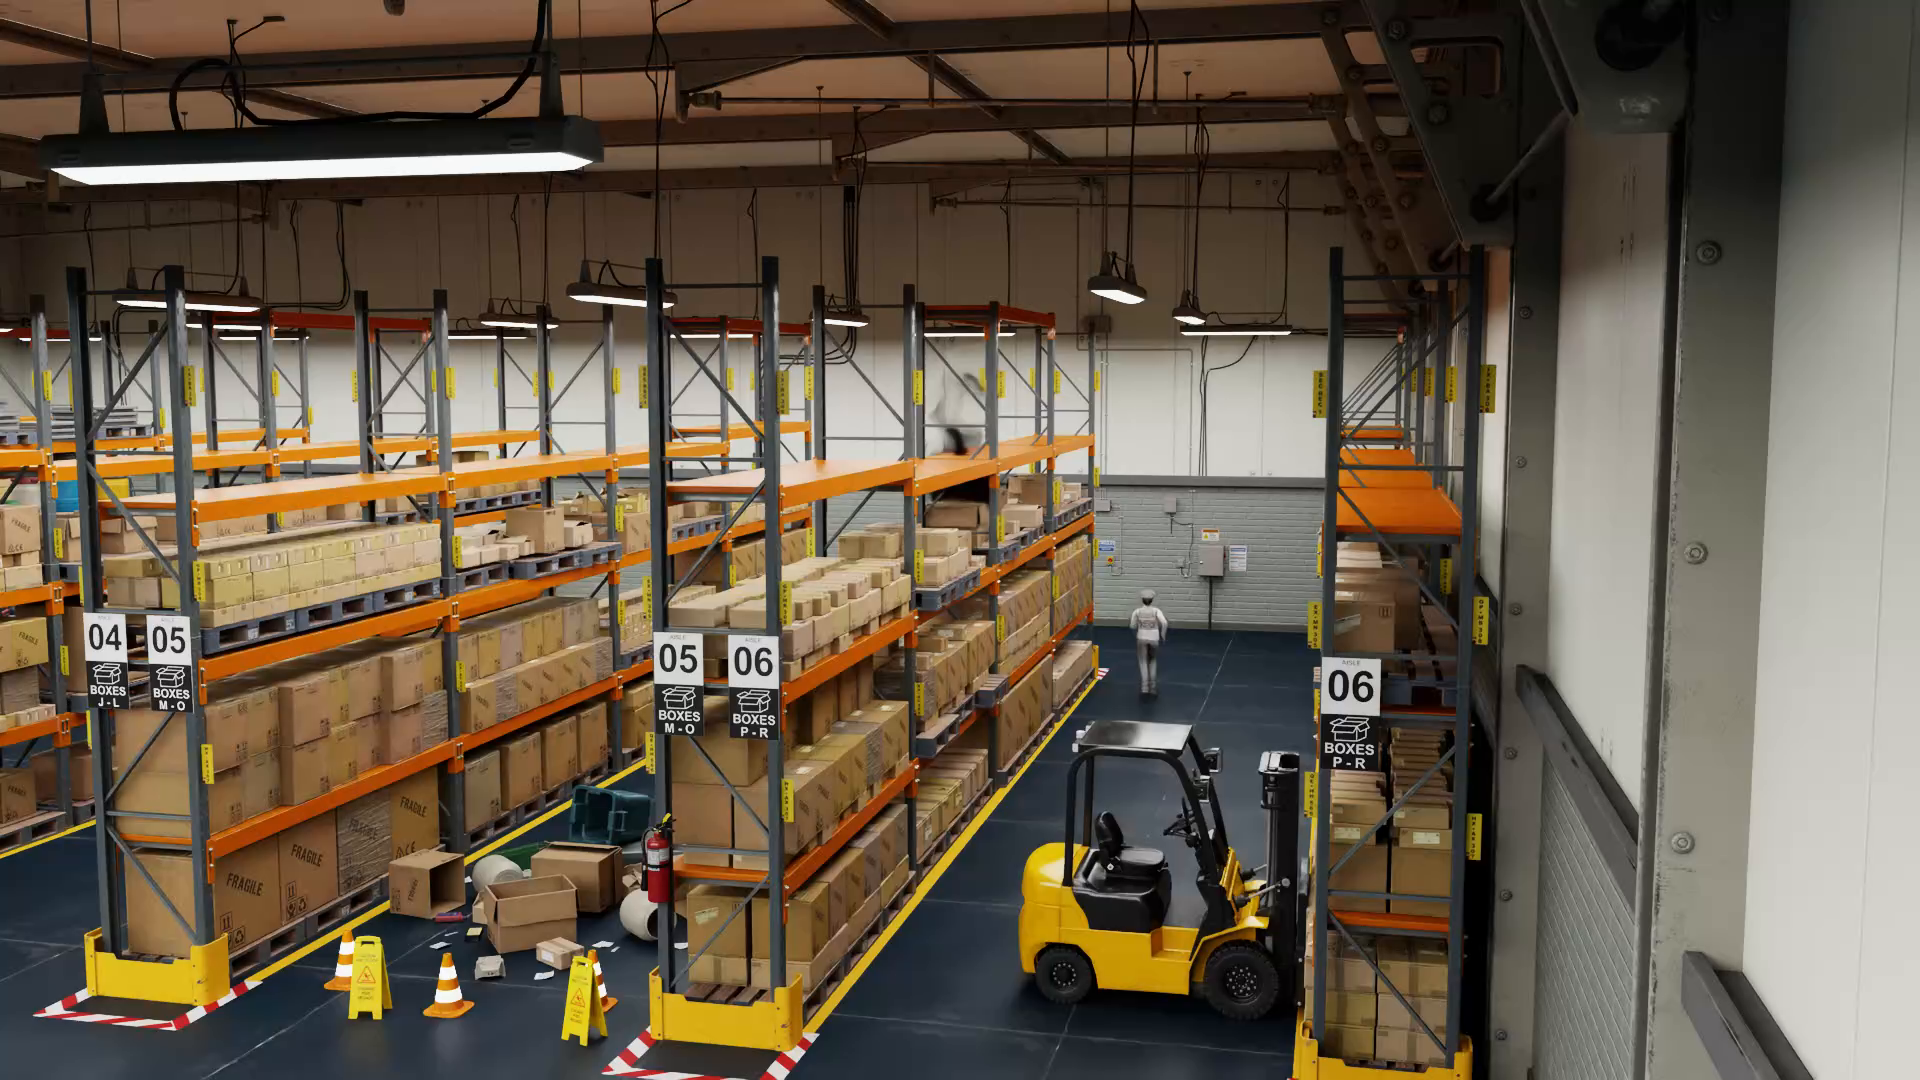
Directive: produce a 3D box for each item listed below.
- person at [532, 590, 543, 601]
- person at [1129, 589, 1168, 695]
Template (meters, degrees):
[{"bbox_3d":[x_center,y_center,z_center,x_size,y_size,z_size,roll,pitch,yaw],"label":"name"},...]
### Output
[{"bbox_3d":[-6.773,1.555,27.162,0.639,1.780,0.691,1,6,11],"label":"person"},{"bbox_3d":[2.987,1.658,26.427,0.578,1.747,0.747,0,6,1],"label":"person"}]
